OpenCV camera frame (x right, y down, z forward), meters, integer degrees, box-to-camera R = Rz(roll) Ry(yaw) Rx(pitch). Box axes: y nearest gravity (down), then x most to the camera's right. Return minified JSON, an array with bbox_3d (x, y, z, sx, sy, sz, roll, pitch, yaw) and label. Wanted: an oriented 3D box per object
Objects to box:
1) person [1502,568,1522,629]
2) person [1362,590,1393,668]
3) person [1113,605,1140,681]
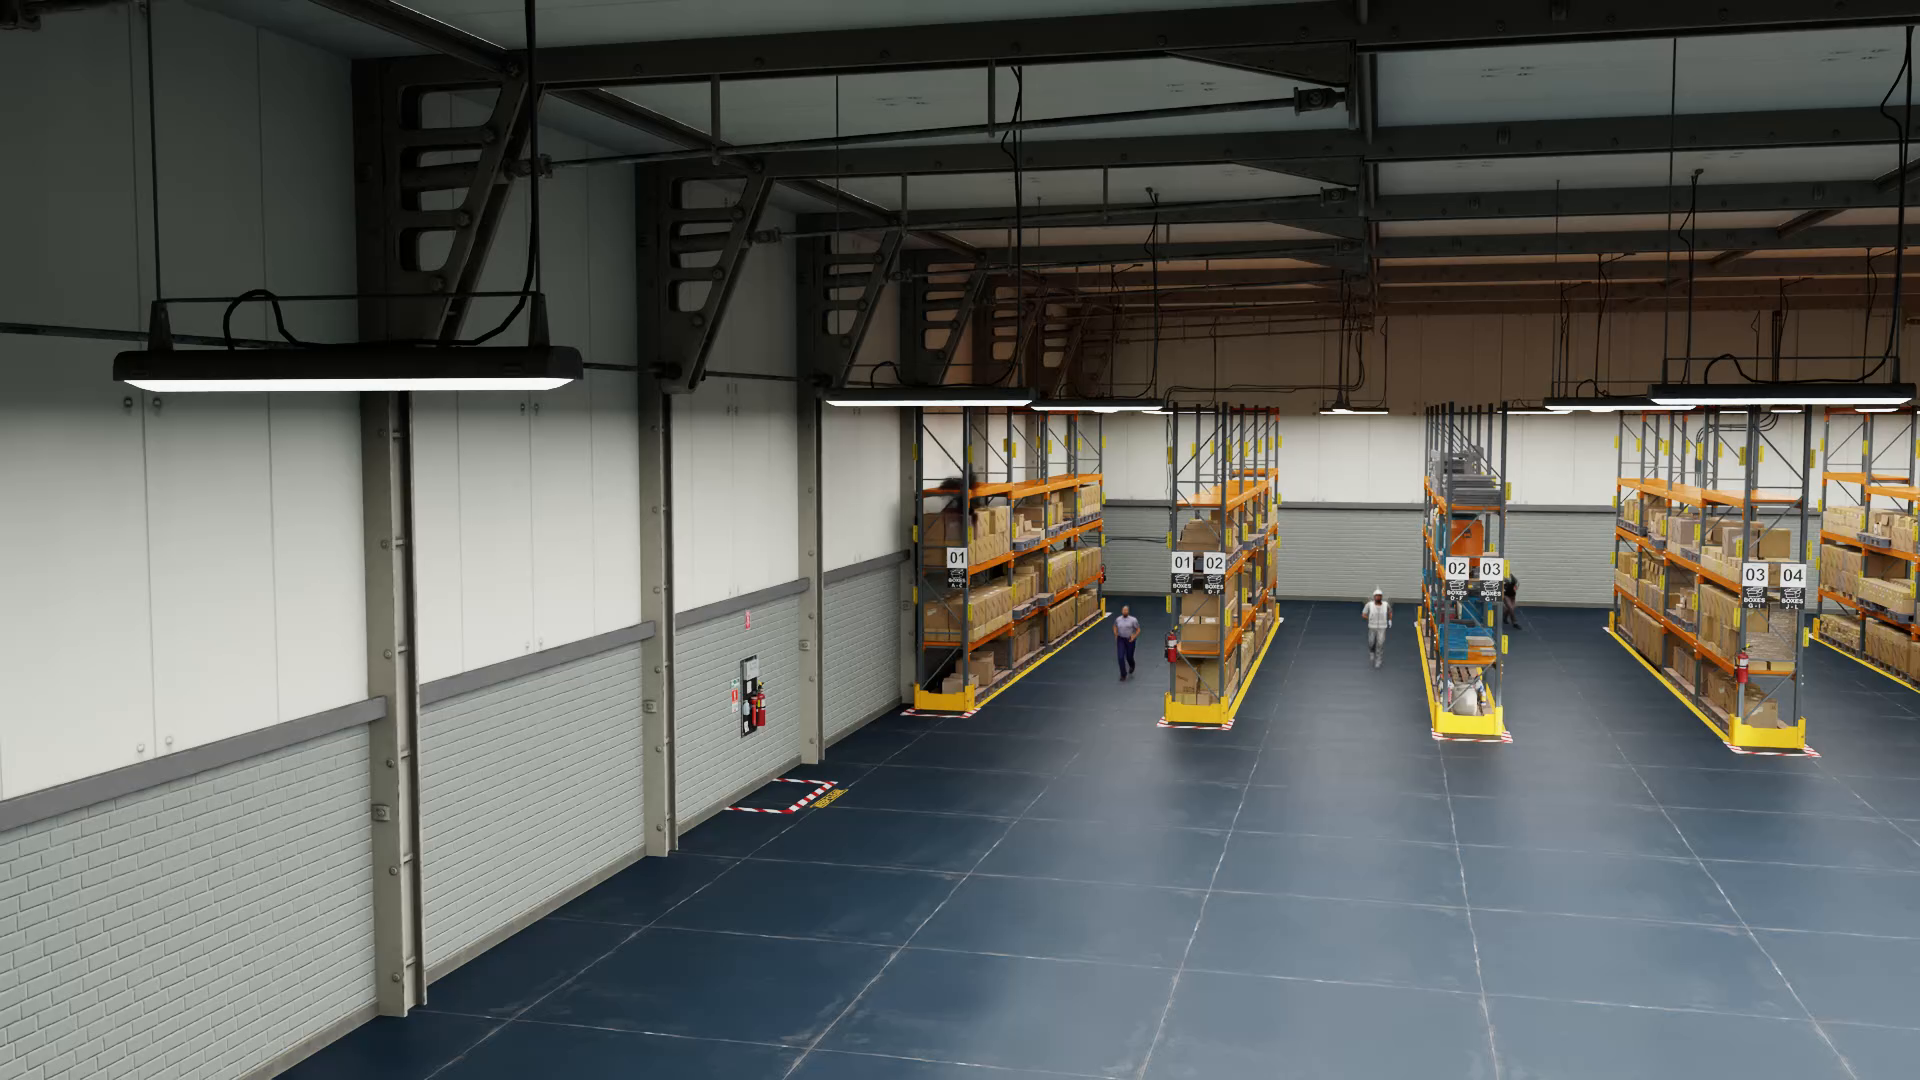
[{"bbox_3d":[14.839,1.533,45.114,0.686,1.700,0.932,-1,4,-15],"label":"person"},{"bbox_3d":[9.575,2.016,38.156,0.699,1.759,0.847,1,4,11],"label":"person"},{"bbox_3d":[3.632,2.236,36.358,0.618,1.629,0.719,1,4,15],"label":"person"}]
